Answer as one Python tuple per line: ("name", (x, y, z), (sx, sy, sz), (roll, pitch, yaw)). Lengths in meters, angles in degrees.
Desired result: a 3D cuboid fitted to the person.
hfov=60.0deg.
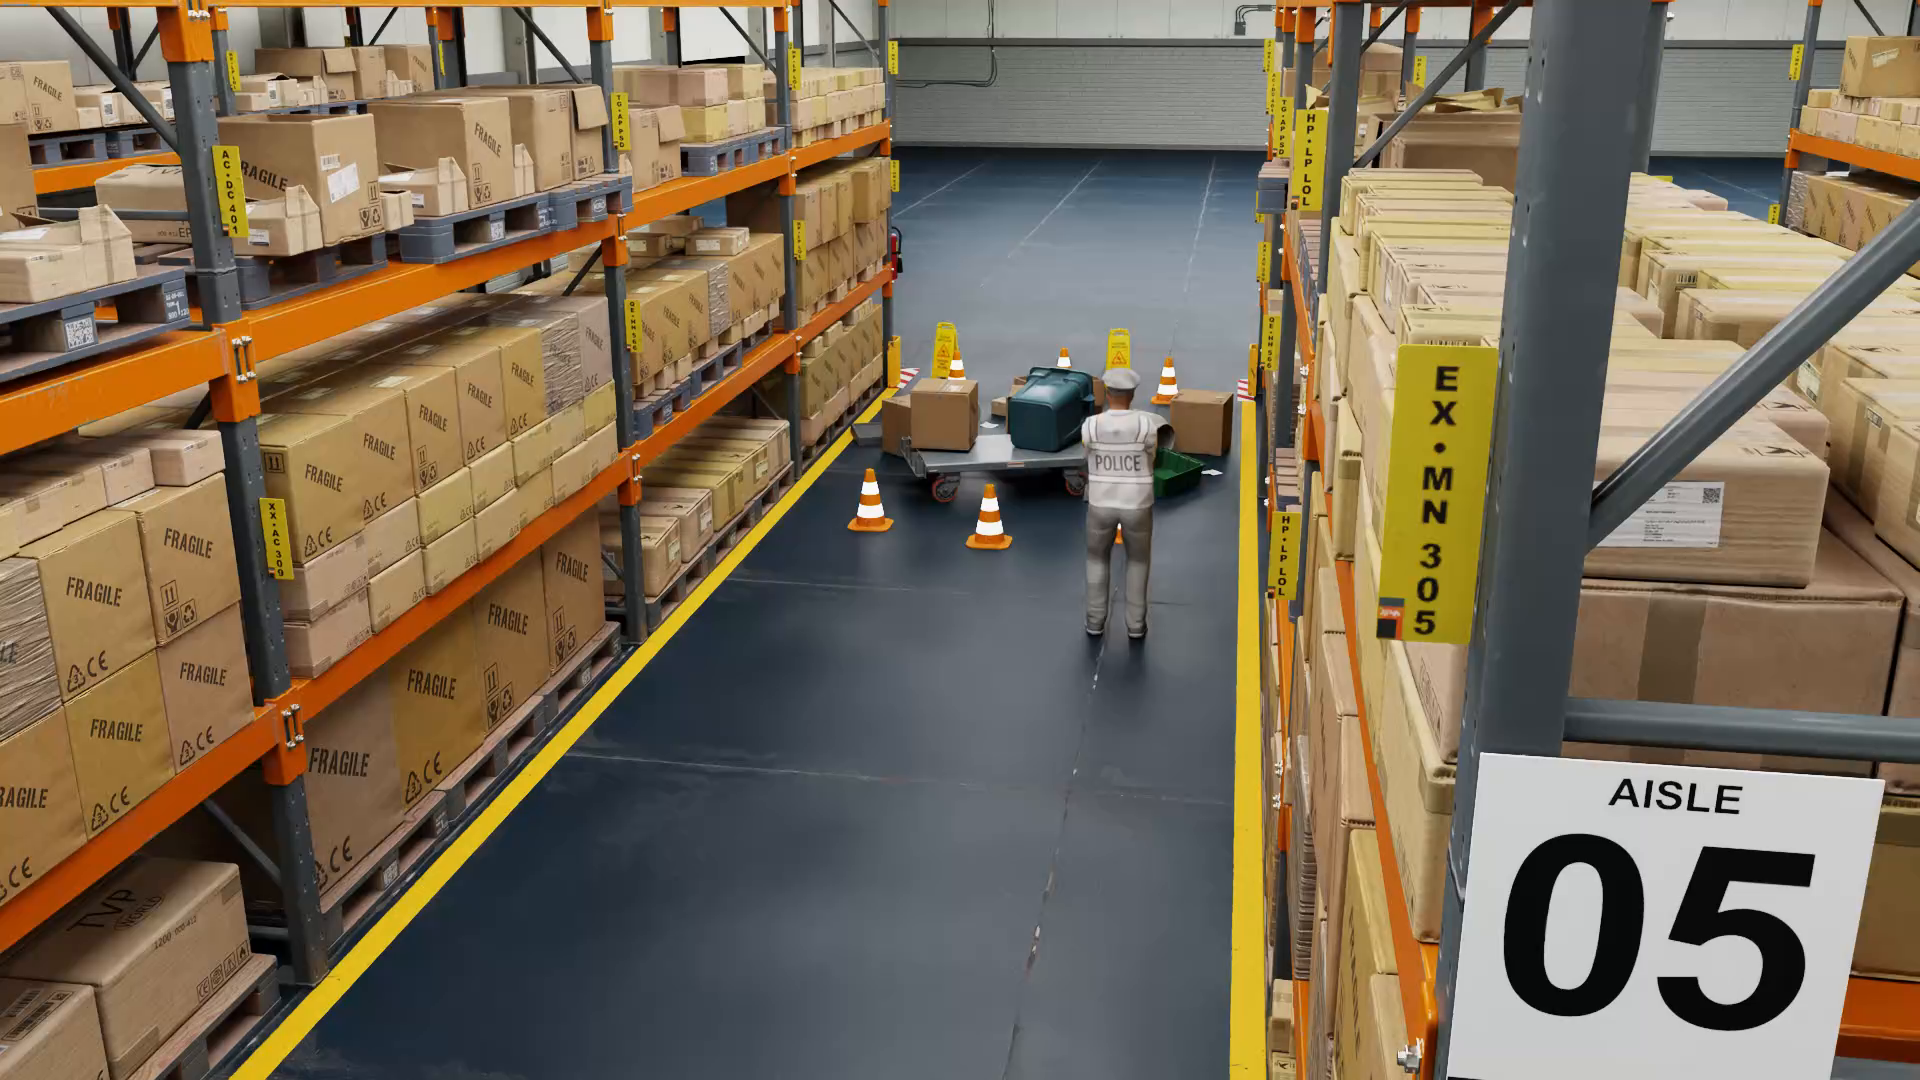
("person", (1.028, -0.254, 10.818), (0.490, 1.770, 0.574), (3, 18, 8))
